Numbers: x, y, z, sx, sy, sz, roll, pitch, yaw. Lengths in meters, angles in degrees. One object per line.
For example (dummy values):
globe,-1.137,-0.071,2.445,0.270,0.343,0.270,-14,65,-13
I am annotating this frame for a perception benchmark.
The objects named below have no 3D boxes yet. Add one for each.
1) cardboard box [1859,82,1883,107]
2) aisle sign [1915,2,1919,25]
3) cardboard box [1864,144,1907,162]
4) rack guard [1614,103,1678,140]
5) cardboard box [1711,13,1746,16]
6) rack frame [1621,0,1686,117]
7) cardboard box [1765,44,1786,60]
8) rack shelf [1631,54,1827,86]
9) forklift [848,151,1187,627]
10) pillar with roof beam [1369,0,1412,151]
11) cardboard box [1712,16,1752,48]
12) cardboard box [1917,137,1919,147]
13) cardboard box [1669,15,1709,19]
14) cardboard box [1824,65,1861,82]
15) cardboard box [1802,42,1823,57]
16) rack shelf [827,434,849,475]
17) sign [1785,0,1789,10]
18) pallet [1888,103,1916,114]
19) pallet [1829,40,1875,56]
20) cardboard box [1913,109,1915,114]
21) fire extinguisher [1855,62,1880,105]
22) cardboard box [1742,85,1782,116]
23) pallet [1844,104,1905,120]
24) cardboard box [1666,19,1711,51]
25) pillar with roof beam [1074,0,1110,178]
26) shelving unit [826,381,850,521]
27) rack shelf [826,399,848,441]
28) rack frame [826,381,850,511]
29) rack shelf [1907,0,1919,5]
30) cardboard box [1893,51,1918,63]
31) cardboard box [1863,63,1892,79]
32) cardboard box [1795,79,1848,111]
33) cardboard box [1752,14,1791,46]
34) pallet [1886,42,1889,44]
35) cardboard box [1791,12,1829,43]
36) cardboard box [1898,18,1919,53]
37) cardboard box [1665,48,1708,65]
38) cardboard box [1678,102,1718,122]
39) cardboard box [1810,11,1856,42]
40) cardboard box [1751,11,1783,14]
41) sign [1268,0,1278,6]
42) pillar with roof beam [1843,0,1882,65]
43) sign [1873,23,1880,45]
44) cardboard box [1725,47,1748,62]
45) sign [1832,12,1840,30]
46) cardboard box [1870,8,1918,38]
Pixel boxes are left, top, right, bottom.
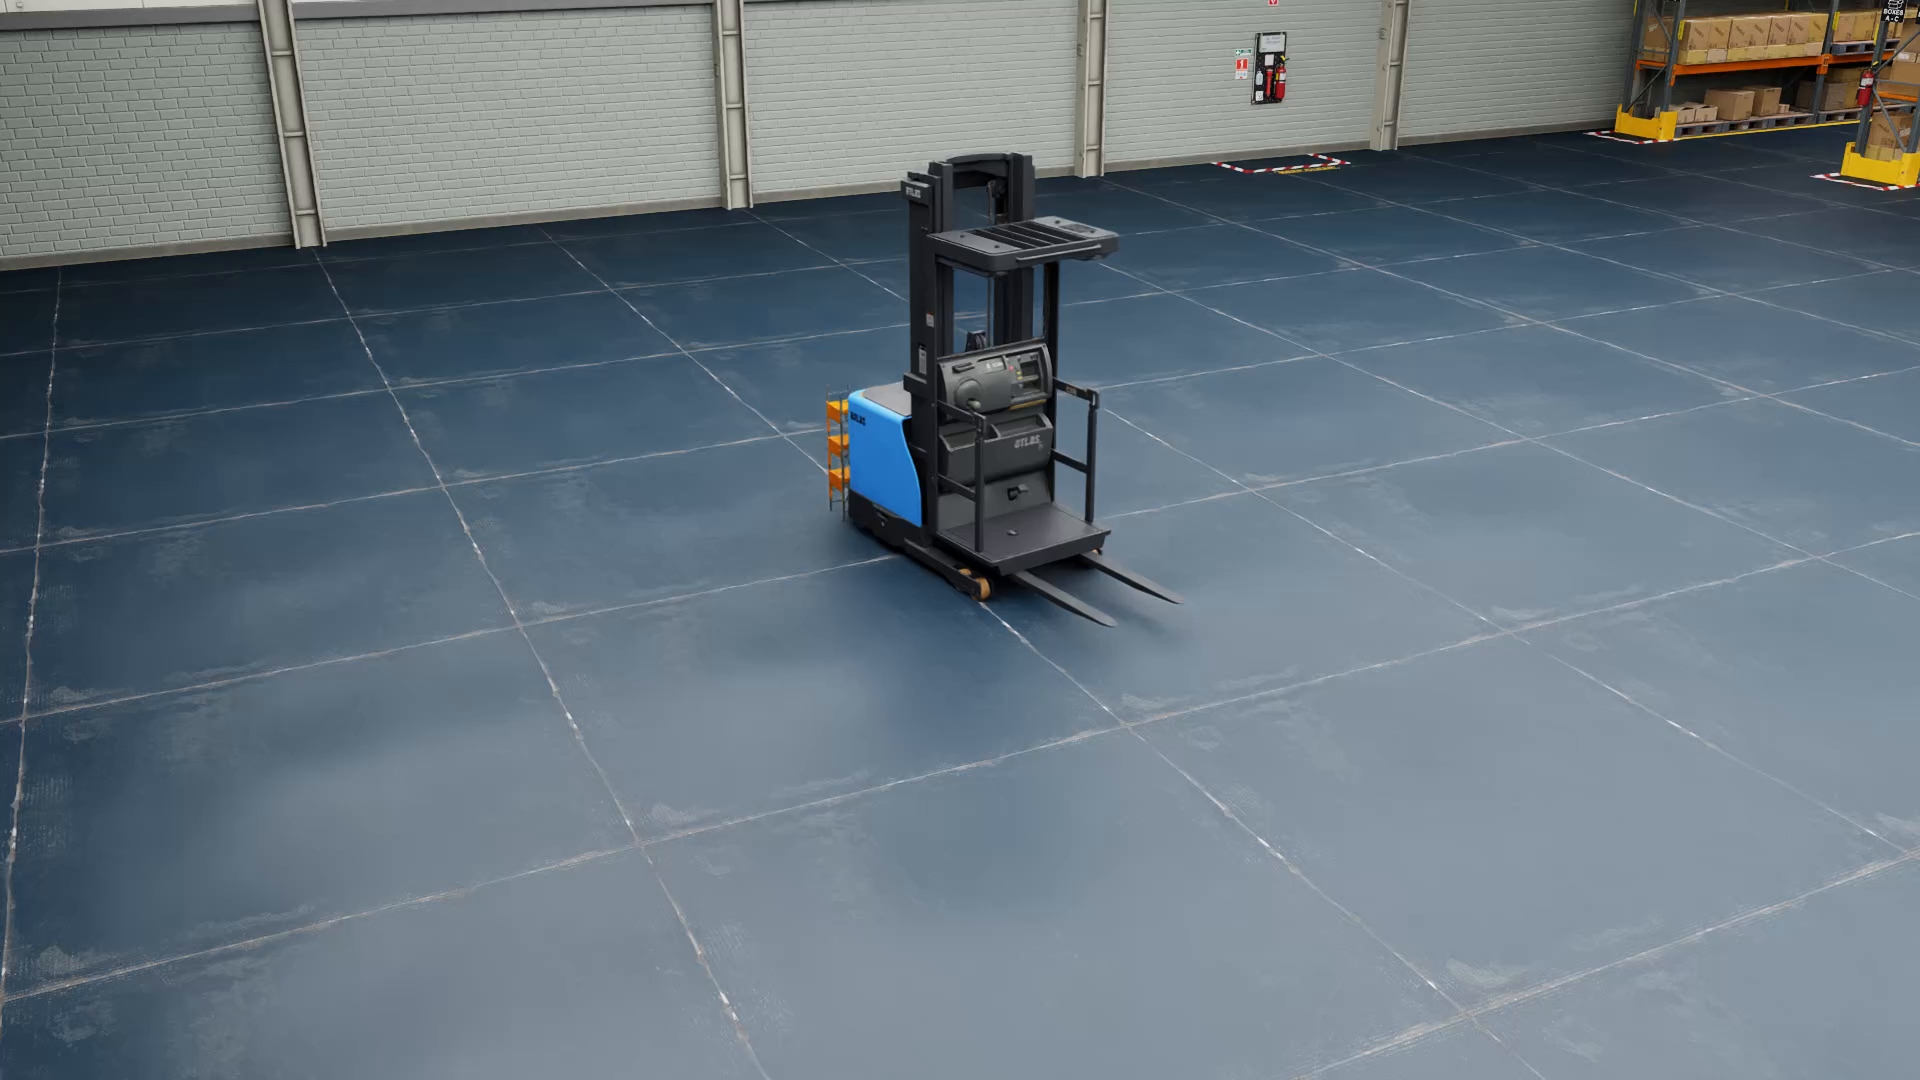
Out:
cardboard box,17.836,-8.922,33.075,0.500,0.500,0.700,-10,25,-23
aisle sign,14.880,-8.287,25.448,0.004,0.787,0.394,-10,25,-24
cardboard box,15.162,-6.316,27.133,0.500,0.250,0.500,-10,25,-24
rack guard,12.723,-7.766,30.858,0.348,0.500,1.175,-10,25,-24
cardboard box,14.363,-9.597,31.203,0.500,0.500,0.500,-10,25,-23
rack frame,12.655,-8.908,30.349,0.127,3.000,1.000,-10,25,-24
cardboard box,15.065,-9.160,31.128,0.500,0.250,0.500,-11,25,-24
rack shelf,14.457,-8.908,31.288,4.000,0.370,1.077,-10,25,-24
forklift,0.385,-1.133,11.655,1.130,2.935,3.031,-15,27,-32
pillar with roof beam,9.371,-9.616,24.214,0.400,9.000,9.100,-10,25,-24
cardboard box,14.133,-9.333,30.563,0.500,0.500,0.500,-11,25,-25
cardboard box,15.836,-6.568,26.760,0.500,0.500,0.500,-10,25,-24
cardboard box,13.445,-9.426,30.790,0.500,0.500,0.500,-10,25,-23
cardboard box,17.310,-9.169,32.691,0.500,0.250,0.500,-11,25,-25
cardboard box,15.964,-9.329,31.535,0.500,0.250,0.500,-10,25,-23
rack shelf,-0.893,-0.685,13.059,0.215,0.259,0.240,-12,25,-27
sign,16.015,-10.298,32.191,0.005,0.325,0.100,-10,25,-24
pallet,19.158,-8.818,33.776,1.213,0.211,1.003,-10,25,-24
pallet,17.011,-9.560,32.174,1.213,0.211,1.003,-10,25,-24
cardboard box,16.055,-6.834,27.404,0.500,0.500,0.500,-10,25,-24
fire extinguisher,14.498,-7.307,26.581,0.183,0.674,0.296,-10,25,-24
cardboard box,15.341,-8.434,31.897,0.500,0.500,0.500,-12,26,-28
pallet,18.061,-8.617,33.291,1.213,0.211,1.003,-10,25,-24
cardboard box,13.215,-9.171,30.172,0.500,0.500,0.500,-10,25,-24
pillar with roof beam,3.965,-8.620,21.810,0.400,9.000,9.100,-10,25,-24
shelving unit,-0.893,-0.694,13.055,0.215,1.050,0.252,-12,25,-27
rack shelf,-0.893,-0.947,12.950,0.215,0.259,0.240,-12,25,-27
rack frame,-0.953,-0.735,13.153,0.200,1.050,0.008,-12,25,-27
rack shelf,16.609,-8.587,26.592,4.000,0.370,1.077,-10,25,-24
cardboard box,15.068,-7.677,26.395,0.250,0.149,0.380,-11,25,-25
cardboard box,18.235,-9.333,33.087,0.500,0.250,0.500,-11,25,-24
cardboard box,16.915,-8.748,32.655,0.500,0.500,0.700,-10,24,-22
cardboard box,15.061,-9.509,30.989,0.500,0.500,0.500,-11,25,-25
pallet,19.267,-9.992,33.217,1.003,0.211,1.213,-10,25,-24
cardboard box,15.967,-9.673,31.387,0.500,0.500,0.500,-10,25,-24
cardboard box,15.280,-7.929,26.157,0.500,0.500,0.700,-10,25,-23
cardboard box,13.232,-8.820,30.305,0.500,0.250,0.500,-11,25,-25
cardboard box,13.831,-8.048,31.210,0.500,0.311,0.500,-8,24,-19
cardboard box,16.732,-9.894,32.024,0.500,0.500,0.700,-10,25,-23
cardboard box,15.277,-9.768,31.615,0.500,0.500,0.500,-11,25,-24
sign,5.210,-9.035,27.623,0.199,0.298,0.001,-10,25,-24
pillar with roof beam,20.184,-11.606,29.023,0.400,9.000,9.100,-10,25,-24
sign,14.584,-8.036,26.417,0.005,0.325,0.100,-10,25,-24
cardboard box,14.155,-8.993,30.724,0.500,0.250,0.500,-11,25,-24
sign,16.501,-9.786,31.338,0.005,0.325,0.100,-10,25,-24
cardboard box,18.331,-10.189,32.737,0.500,0.500,0.700,-10,25,-24
